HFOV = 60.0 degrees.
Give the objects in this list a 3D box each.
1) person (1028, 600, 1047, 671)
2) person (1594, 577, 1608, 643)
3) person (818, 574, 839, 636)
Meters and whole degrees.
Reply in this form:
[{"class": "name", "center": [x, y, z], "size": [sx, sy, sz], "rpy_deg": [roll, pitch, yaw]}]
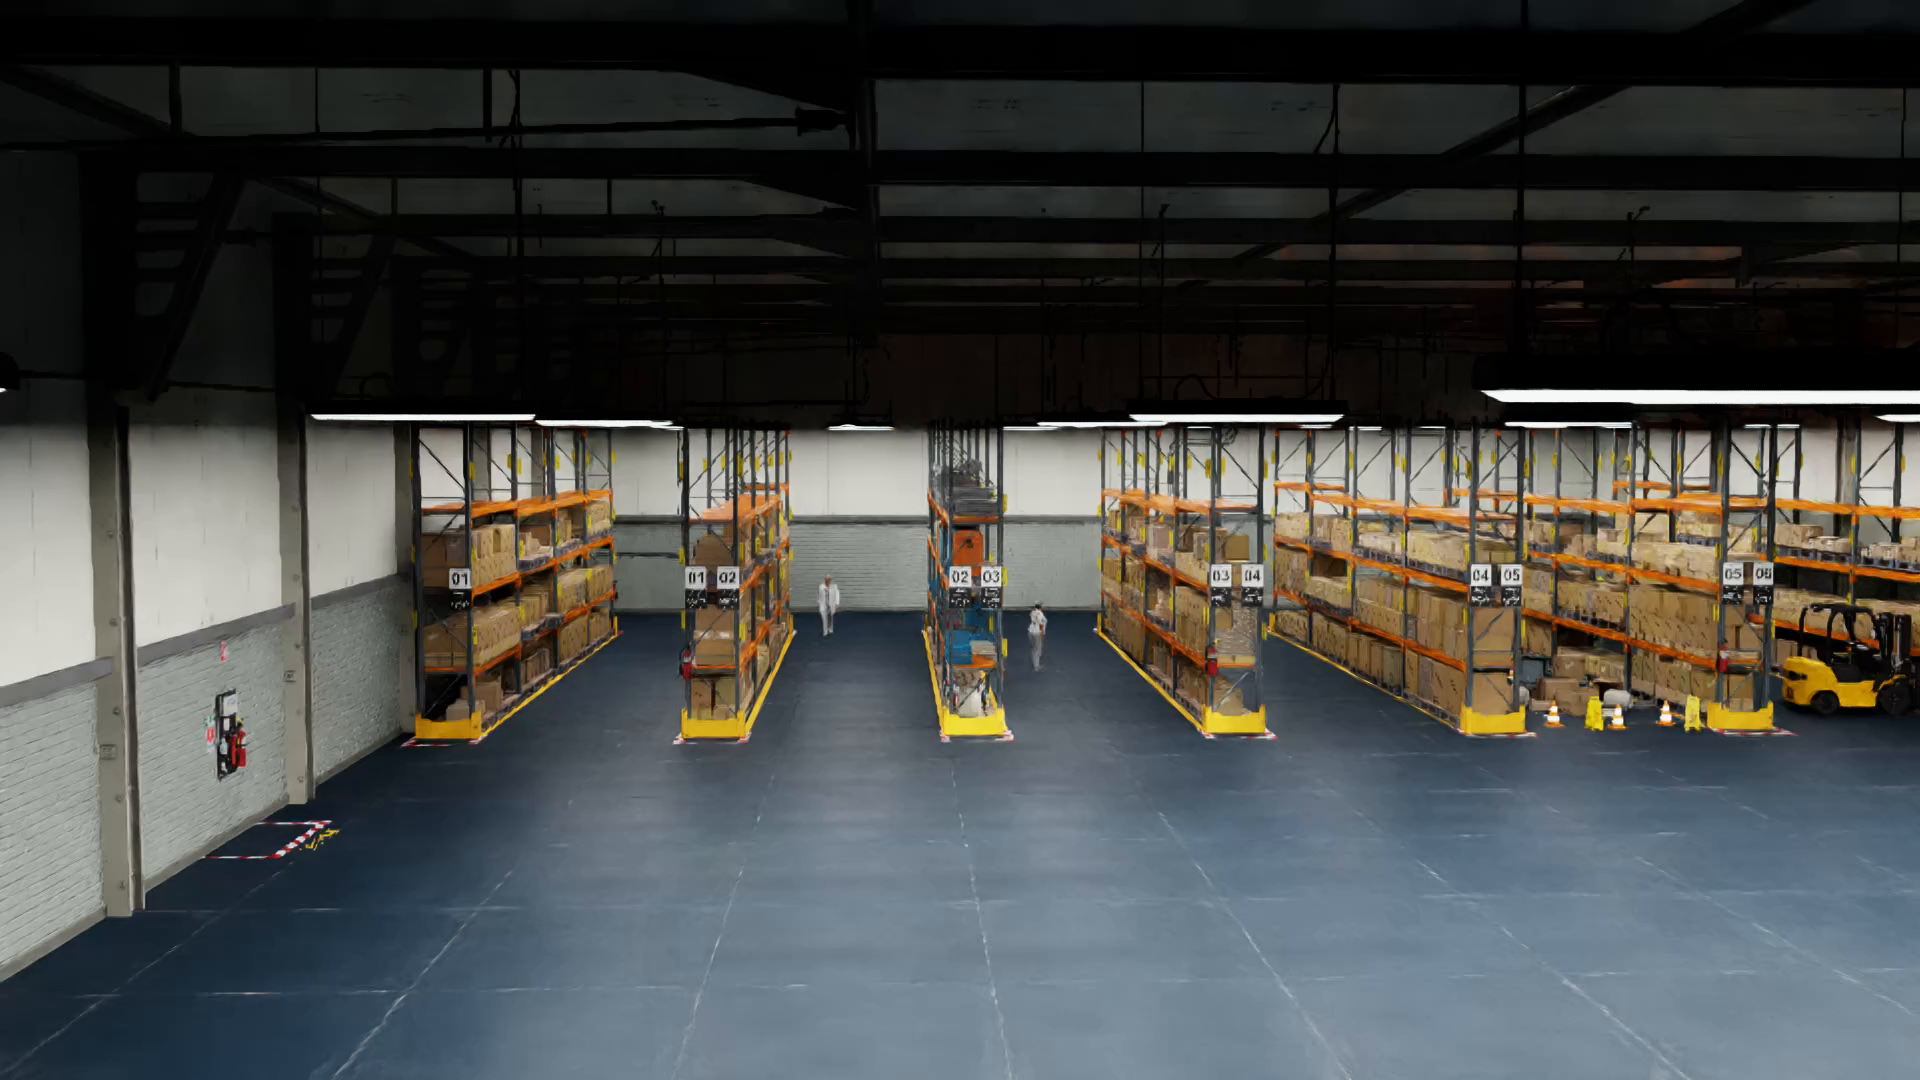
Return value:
[{"class": "person", "center": [1.890, 2.275, 39.926], "size": [0.463, 1.673, 0.577], "rpy_deg": [-2, 4, -27]}, {"class": "person", "center": [17.292, 1.884, 45.092], "size": [0.554, 1.764, 0.651], "rpy_deg": [1, 4, 17]}, {"class": "person", "center": [-3.699, 1.803, 46.833], "size": [0.600, 1.725, 1.110], "rpy_deg": [0, 4, -4]}]
